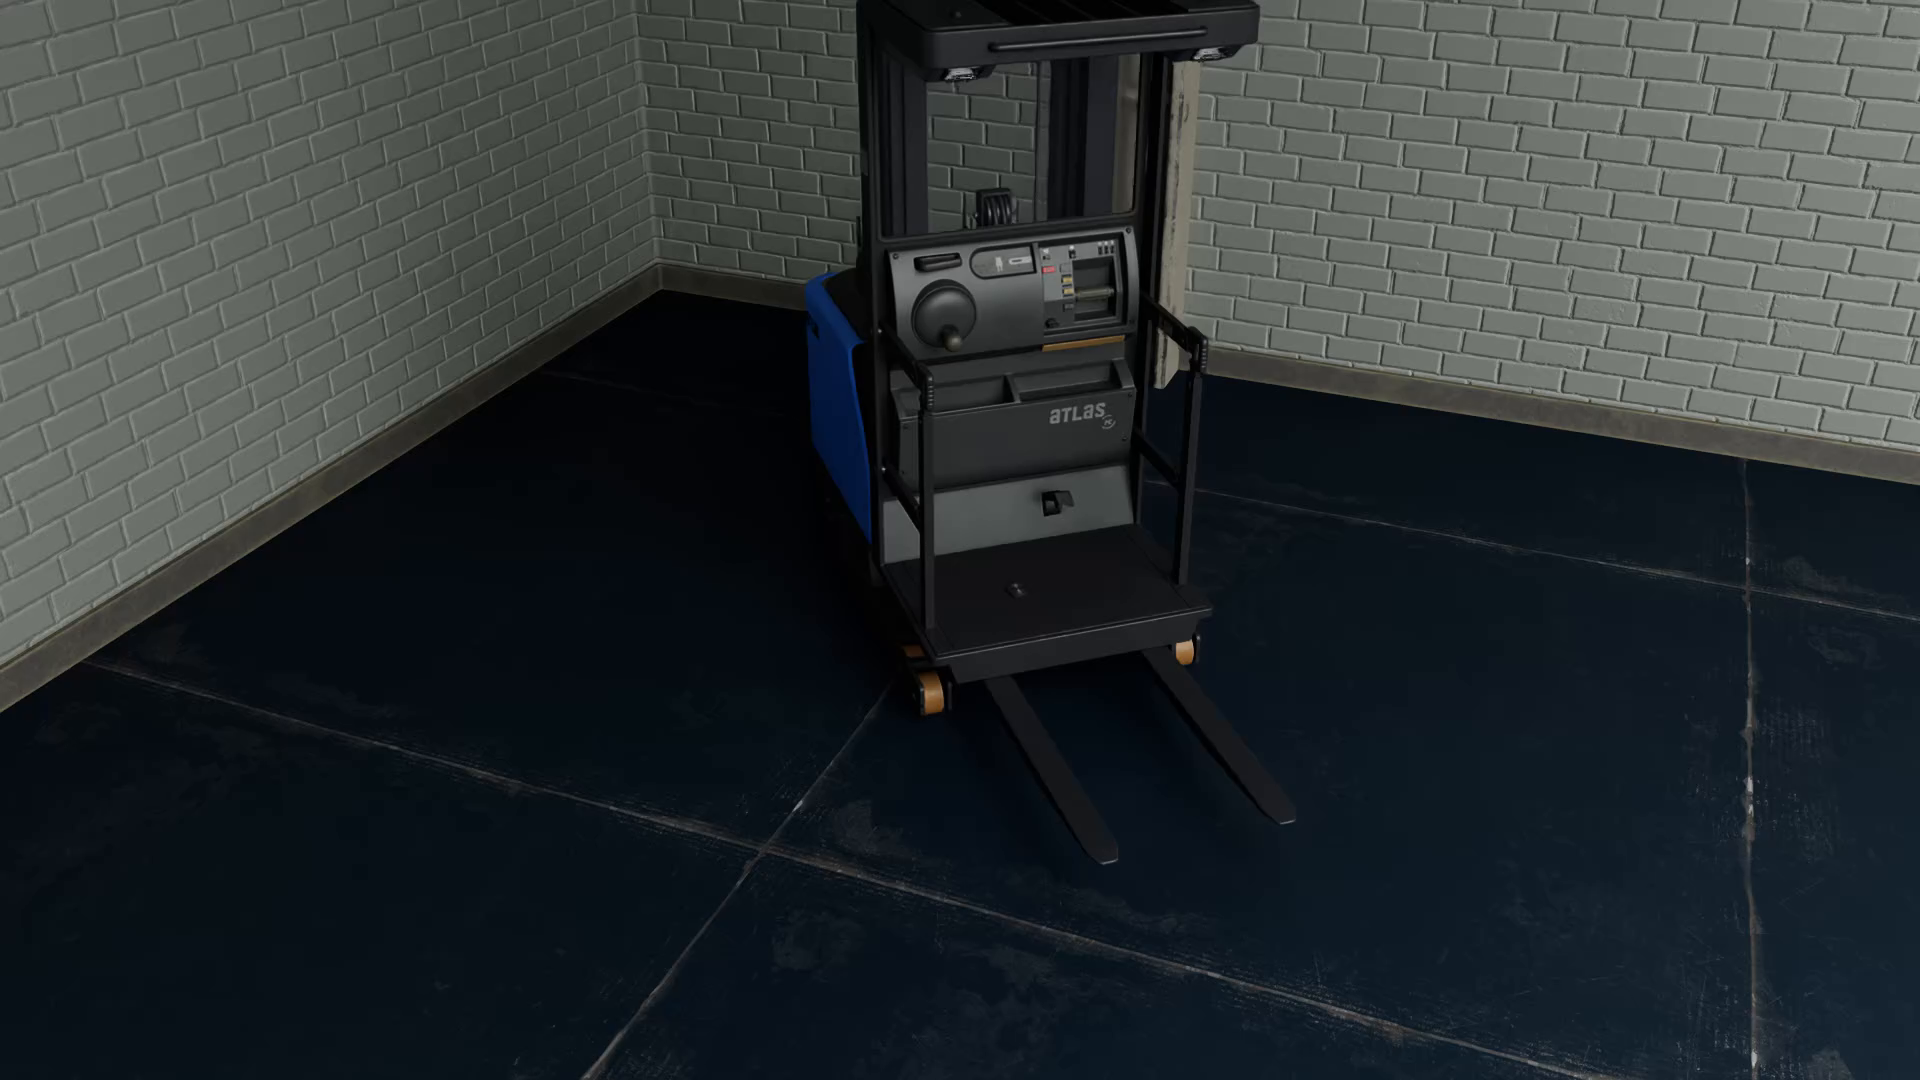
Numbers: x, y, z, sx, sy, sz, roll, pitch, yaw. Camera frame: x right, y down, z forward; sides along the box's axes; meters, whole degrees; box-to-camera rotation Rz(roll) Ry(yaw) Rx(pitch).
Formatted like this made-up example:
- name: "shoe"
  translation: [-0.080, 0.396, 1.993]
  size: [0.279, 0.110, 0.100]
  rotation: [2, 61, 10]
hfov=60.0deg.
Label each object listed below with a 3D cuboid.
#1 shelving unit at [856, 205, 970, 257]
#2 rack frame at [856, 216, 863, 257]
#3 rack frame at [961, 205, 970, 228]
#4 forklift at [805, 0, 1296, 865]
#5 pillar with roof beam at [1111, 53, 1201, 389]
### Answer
- name: "shelving unit"
  translation: [-0.181, -0.890, 7.605]
  size: [0.503, 1.200, 0.258]
  rotation: [-9, 31, -16]
- name: "rack frame"
  translation: [-0.413, -0.852, 7.538]
  size: [0.015, 1.200, 0.240]
  rotation: [-9, 31, -16]
- name: "rack frame"
  translation: [0.050, -0.927, 7.671]
  size: [0.015, 1.200, 0.240]
  rotation: [-9, 31, -16]
- name: "forklift"
  translation: [0.270, -0.855, 5.784]
  size: [1.130, 2.935, 3.031]
  rotation: [-9, 31, -16]
- name: "pillar with roof beam"
  translation: [-0.688, -2.845, 3.139]
  size: [0.400, 9.000, 9.100]
  rotation: [11, 31, 19]
